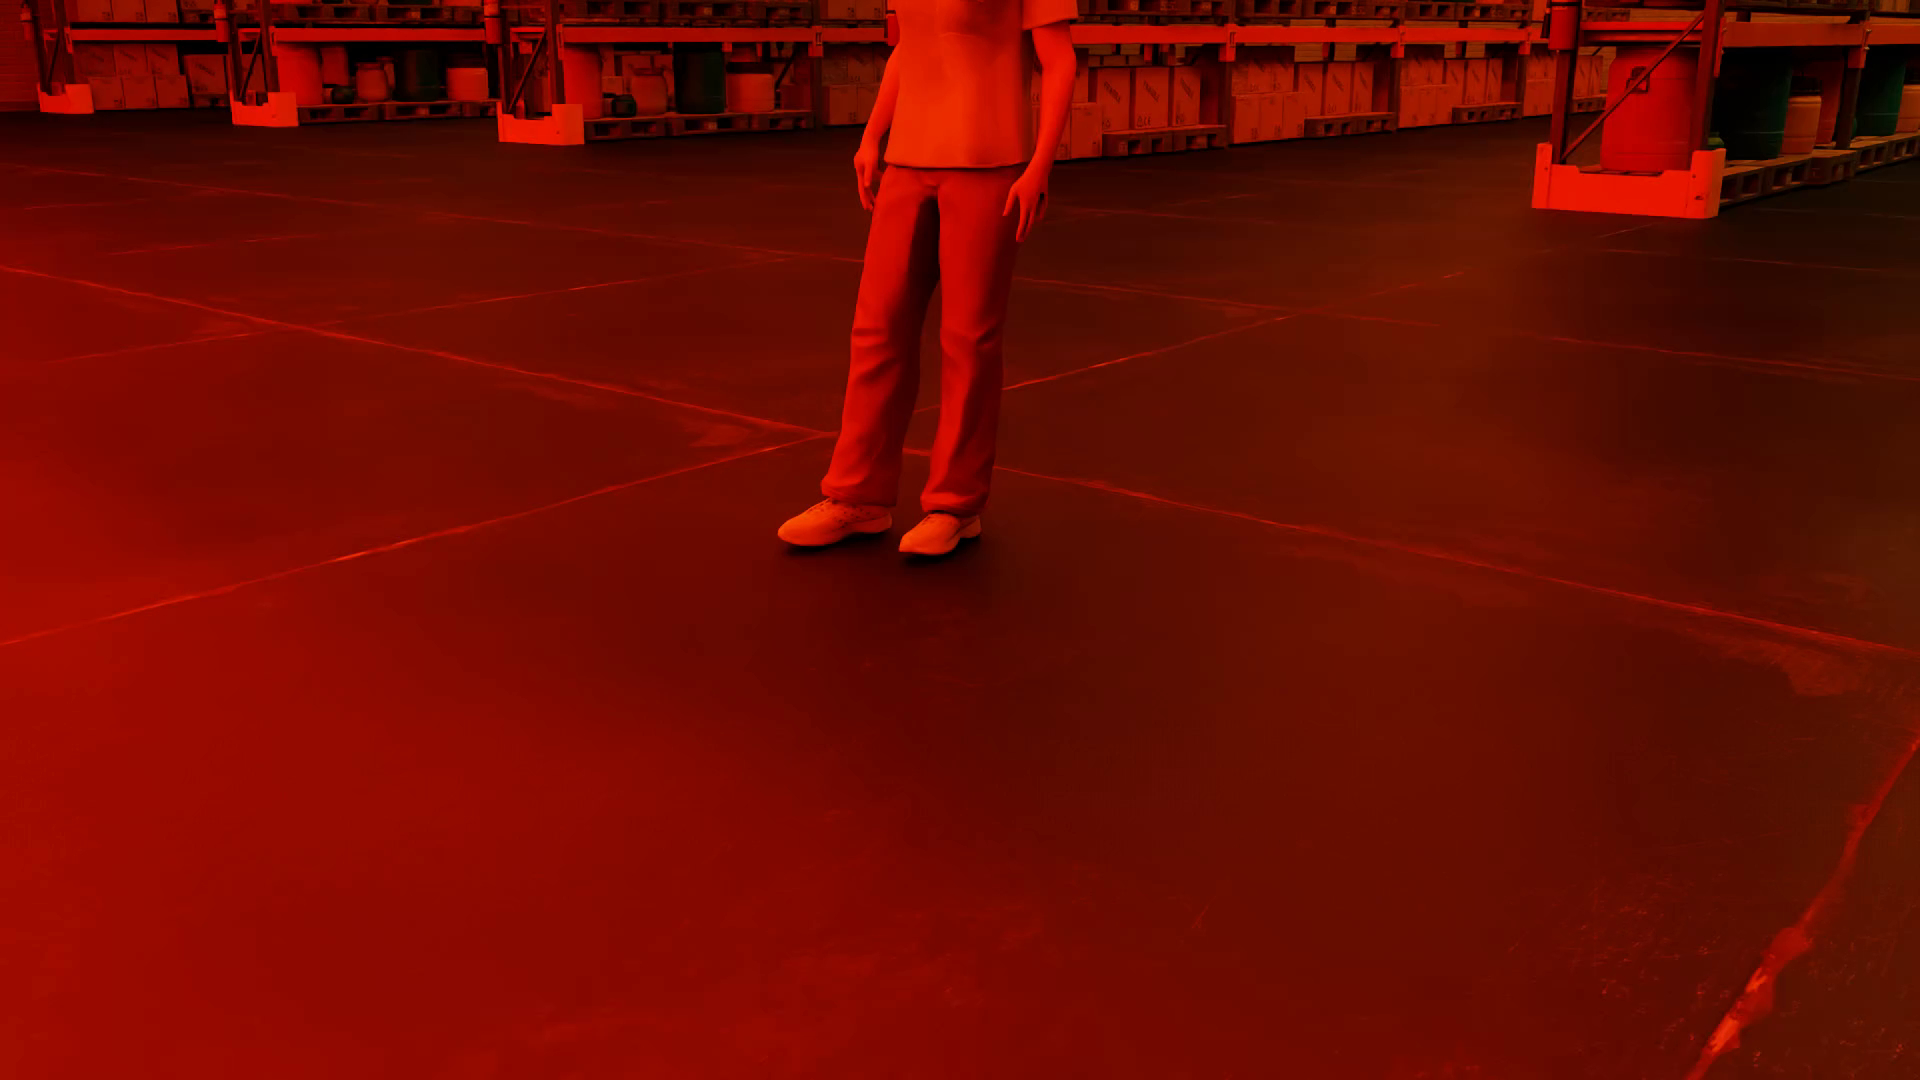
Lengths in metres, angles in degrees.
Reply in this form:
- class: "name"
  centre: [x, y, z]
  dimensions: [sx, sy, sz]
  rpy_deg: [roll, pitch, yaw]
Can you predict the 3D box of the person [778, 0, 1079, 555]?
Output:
- class: "person"
  centre: [-0.056, -0.794, 3.649]
  dimensions: [0.553, 1.673, 0.548]
  rpy_deg: [13, 21, 37]
